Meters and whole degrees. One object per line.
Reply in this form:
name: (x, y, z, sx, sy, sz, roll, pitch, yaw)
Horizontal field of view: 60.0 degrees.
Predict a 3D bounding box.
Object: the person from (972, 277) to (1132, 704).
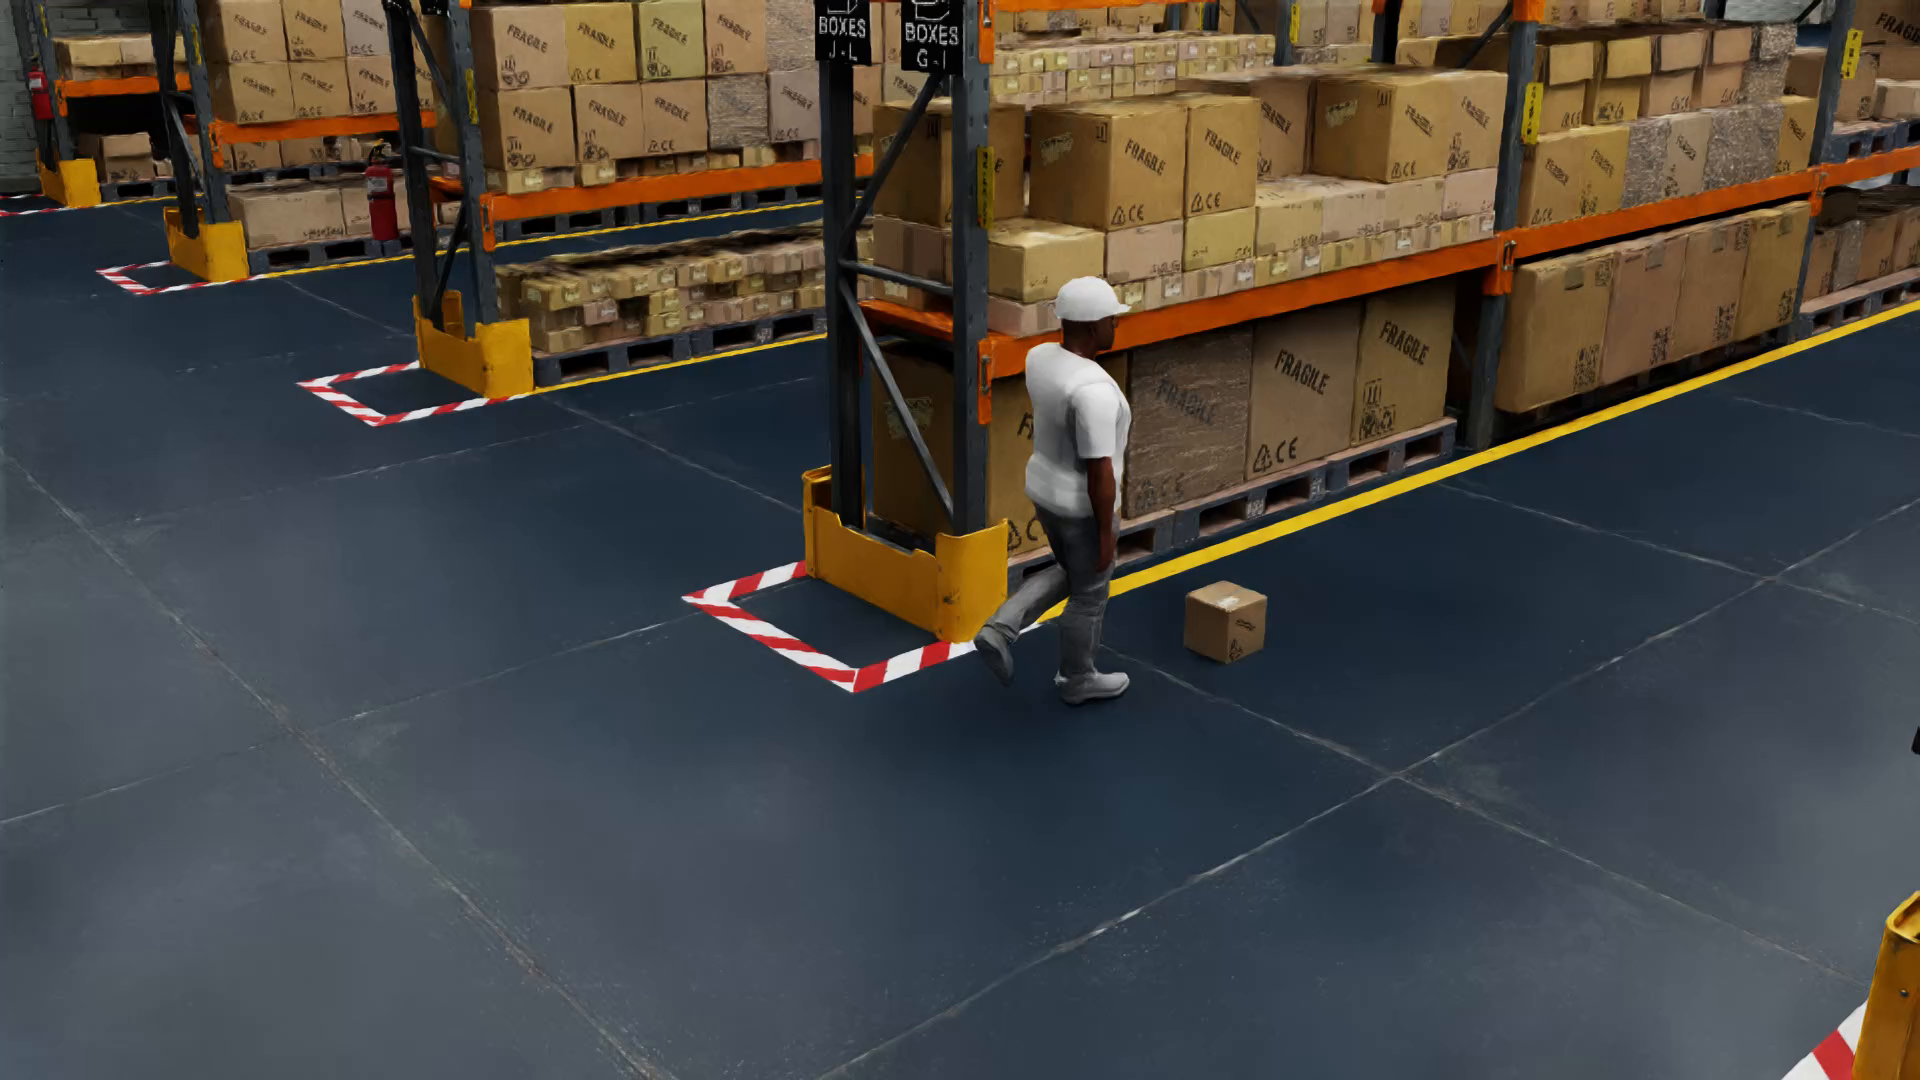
person: (0.418, -0.143, 6.396, 0.669, 1.758, 0.606, -10, 23, -24)
